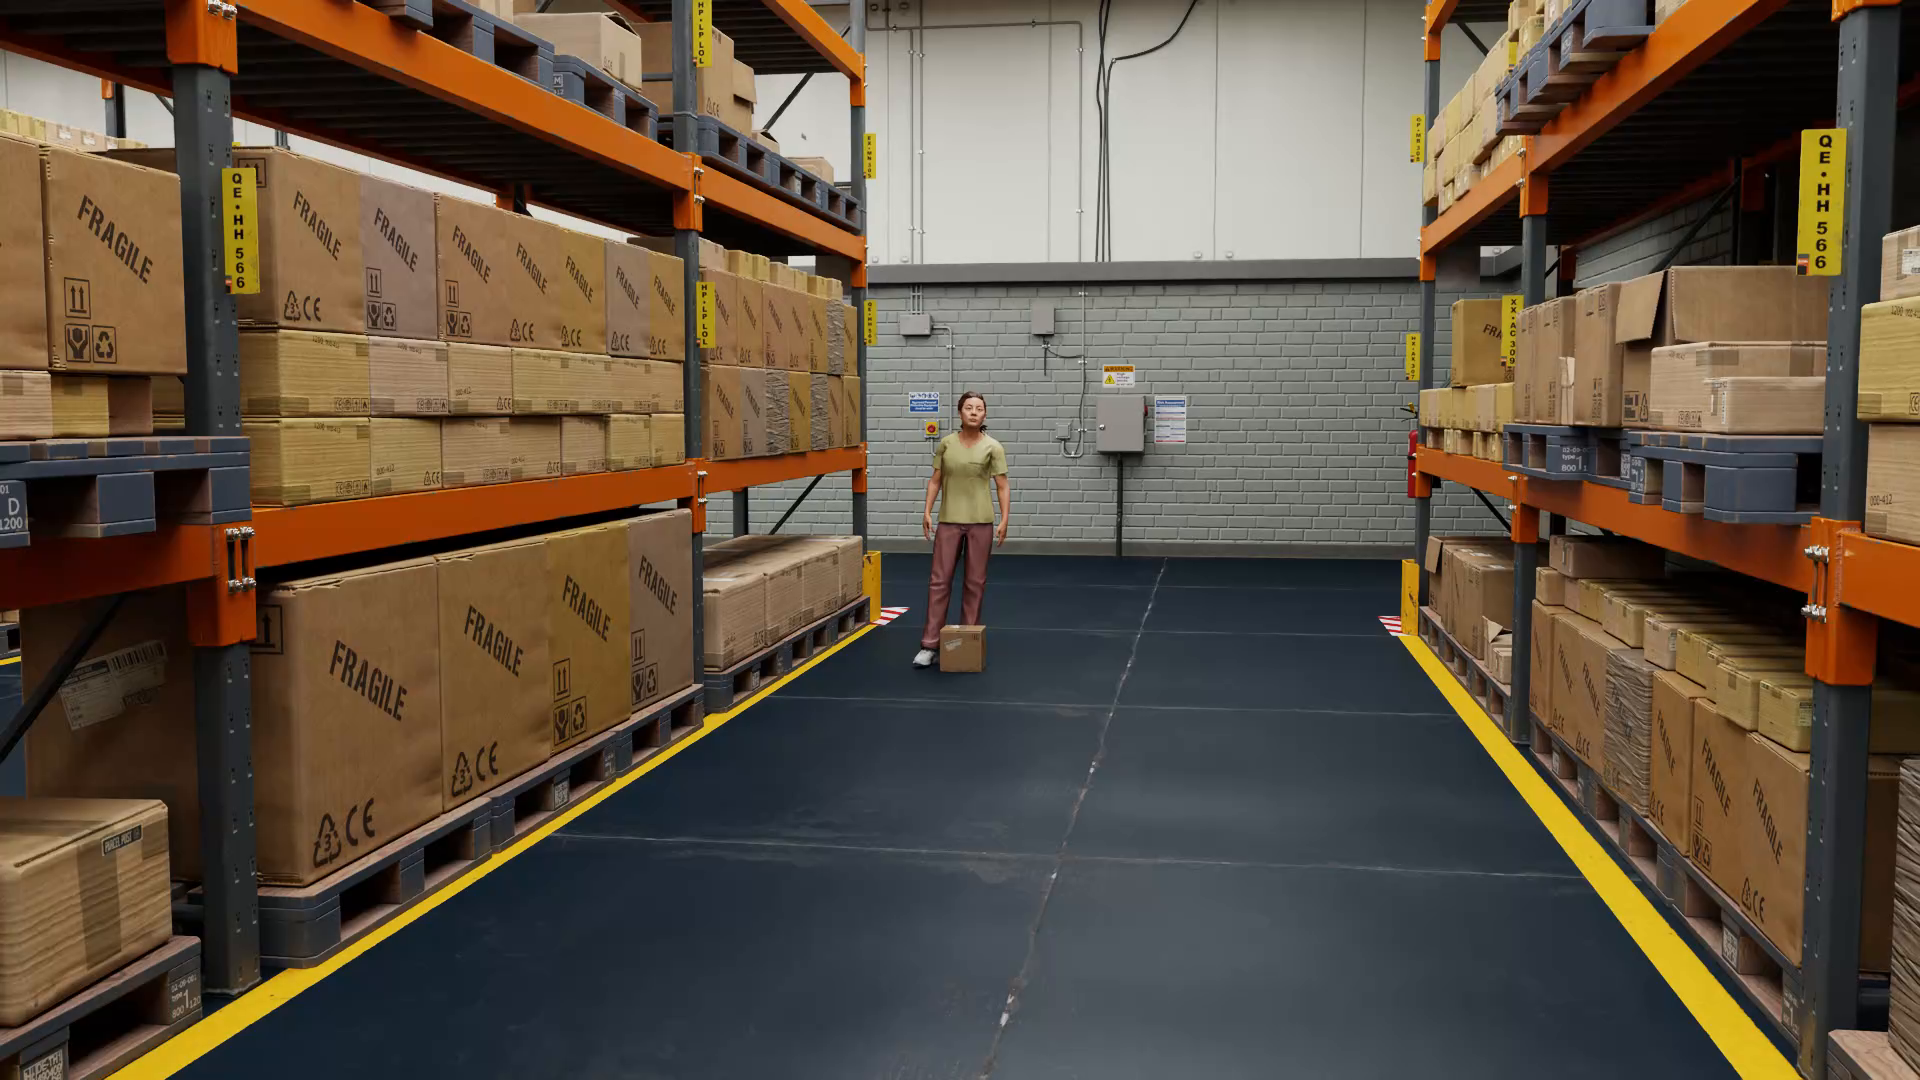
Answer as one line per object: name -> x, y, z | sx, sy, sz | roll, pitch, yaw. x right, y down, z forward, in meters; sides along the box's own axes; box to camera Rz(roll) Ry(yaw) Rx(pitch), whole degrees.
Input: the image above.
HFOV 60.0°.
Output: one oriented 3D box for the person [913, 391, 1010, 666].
person -> 0.020, -0.078, 10.233 | 0.555, 1.674, 0.548 | 1, 5, 9
